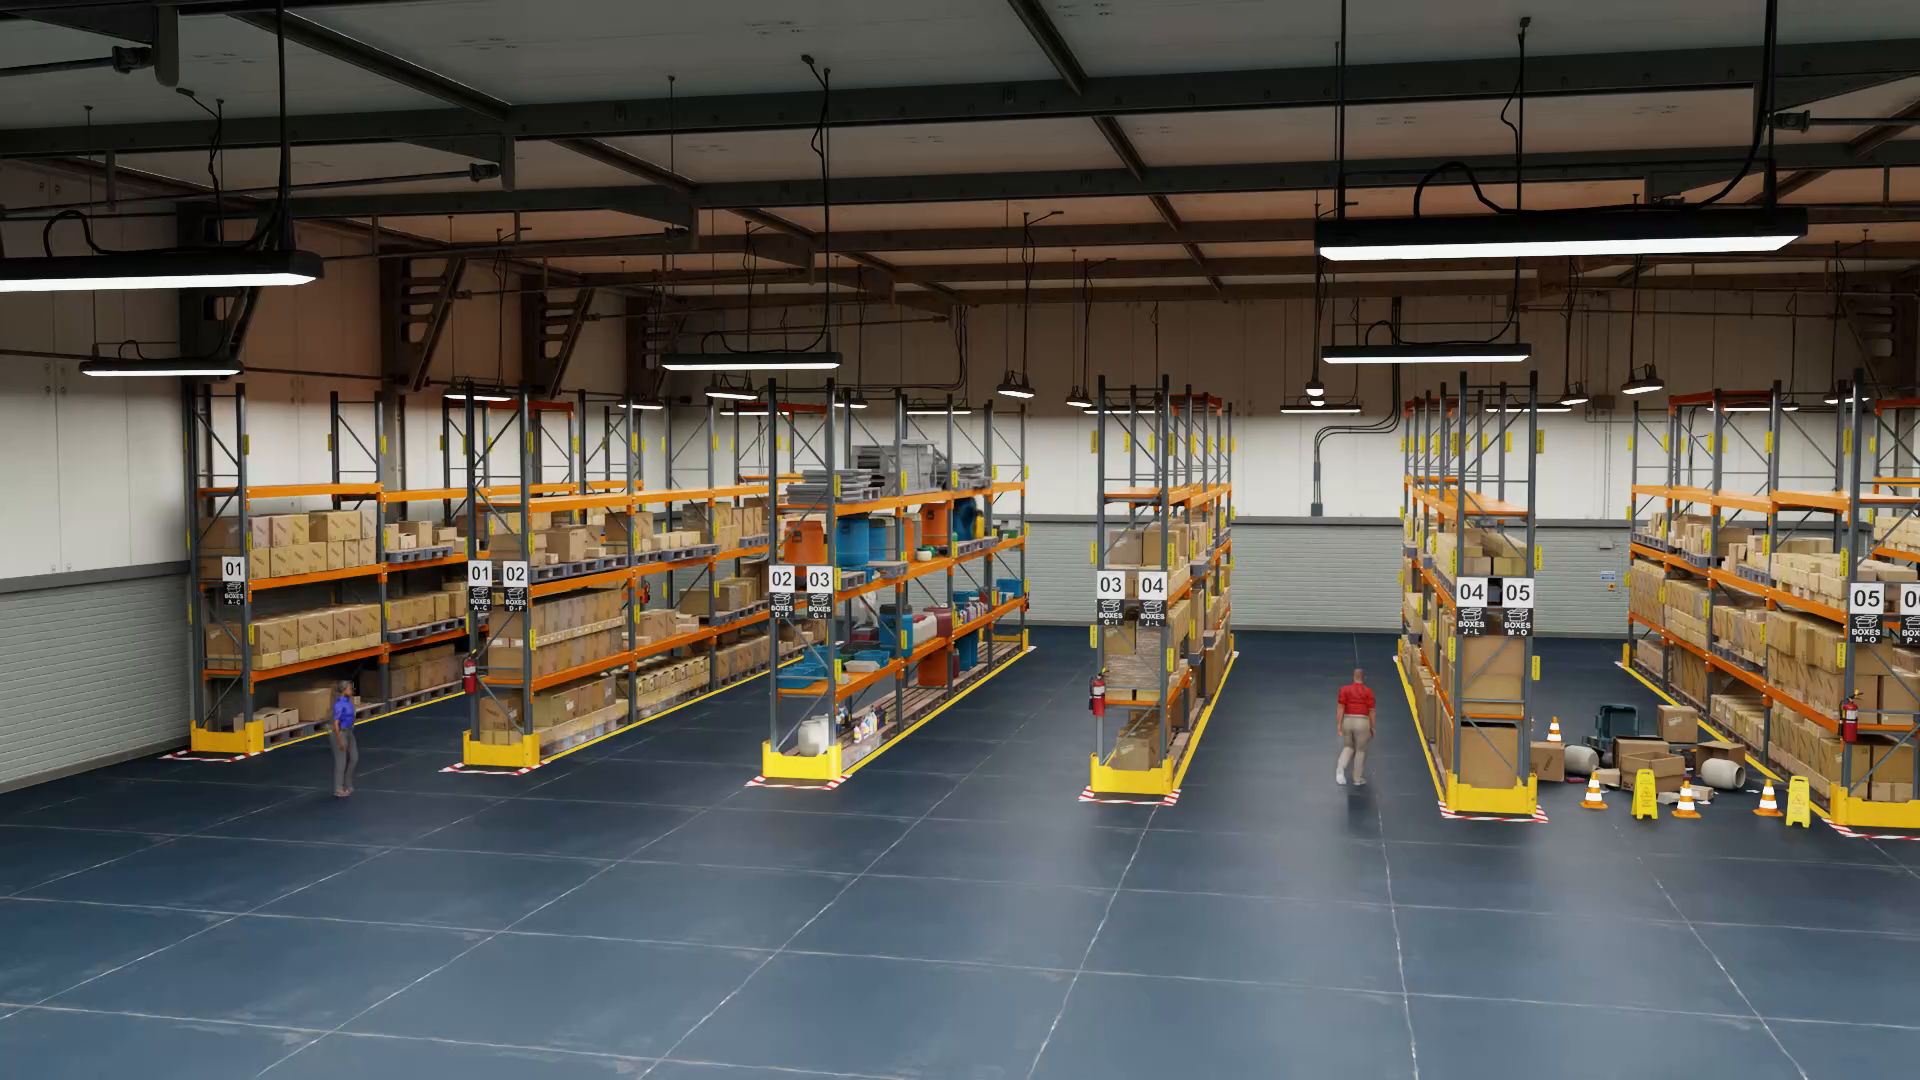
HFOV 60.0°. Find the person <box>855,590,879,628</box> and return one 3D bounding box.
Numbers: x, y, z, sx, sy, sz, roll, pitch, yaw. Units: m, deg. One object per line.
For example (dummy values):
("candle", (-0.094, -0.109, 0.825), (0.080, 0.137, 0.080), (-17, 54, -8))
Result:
("person", (-2.283, 1.700, 42.520), (1.037, 1.714, 0.710), (1, 3, 16))

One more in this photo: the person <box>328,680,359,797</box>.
("person", (-8.830, 2.859, 23.793), (0.336, 1.726, 0.536), (0, 3, 7))

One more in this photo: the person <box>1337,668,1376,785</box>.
("person", (5.811, 2.735, 24.332), (0.523, 1.717, 0.495), (3, 5, 44))
